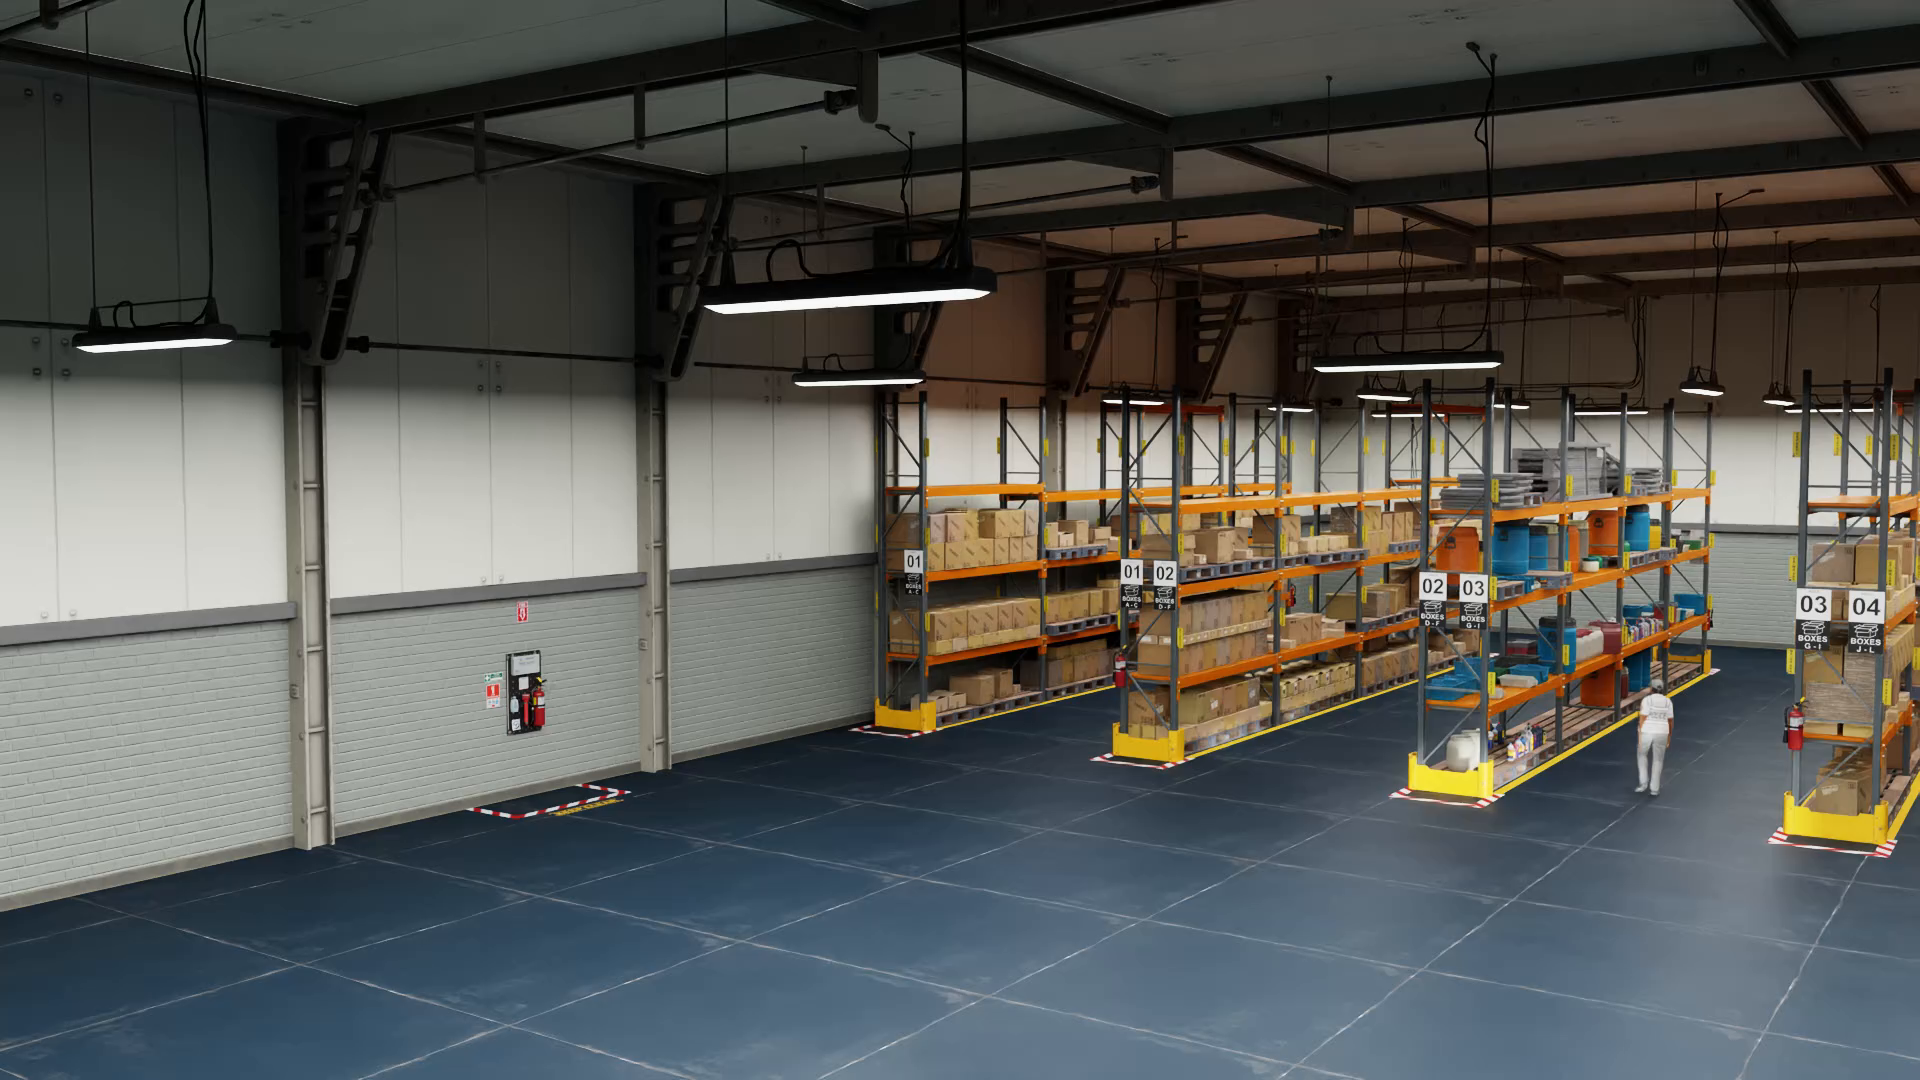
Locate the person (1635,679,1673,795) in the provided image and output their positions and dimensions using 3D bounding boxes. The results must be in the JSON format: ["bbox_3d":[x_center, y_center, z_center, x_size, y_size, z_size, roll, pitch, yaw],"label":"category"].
[{"bbox_3d":[10.010,2.847,23.982,0.509,1.675,0.517,1,3,21],"label":"person"}]

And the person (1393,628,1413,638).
[{"bbox_3d":[11.321,1.810,42.298,0.486,1.668,0.617,-2,4,-33],"label":"person"}]
